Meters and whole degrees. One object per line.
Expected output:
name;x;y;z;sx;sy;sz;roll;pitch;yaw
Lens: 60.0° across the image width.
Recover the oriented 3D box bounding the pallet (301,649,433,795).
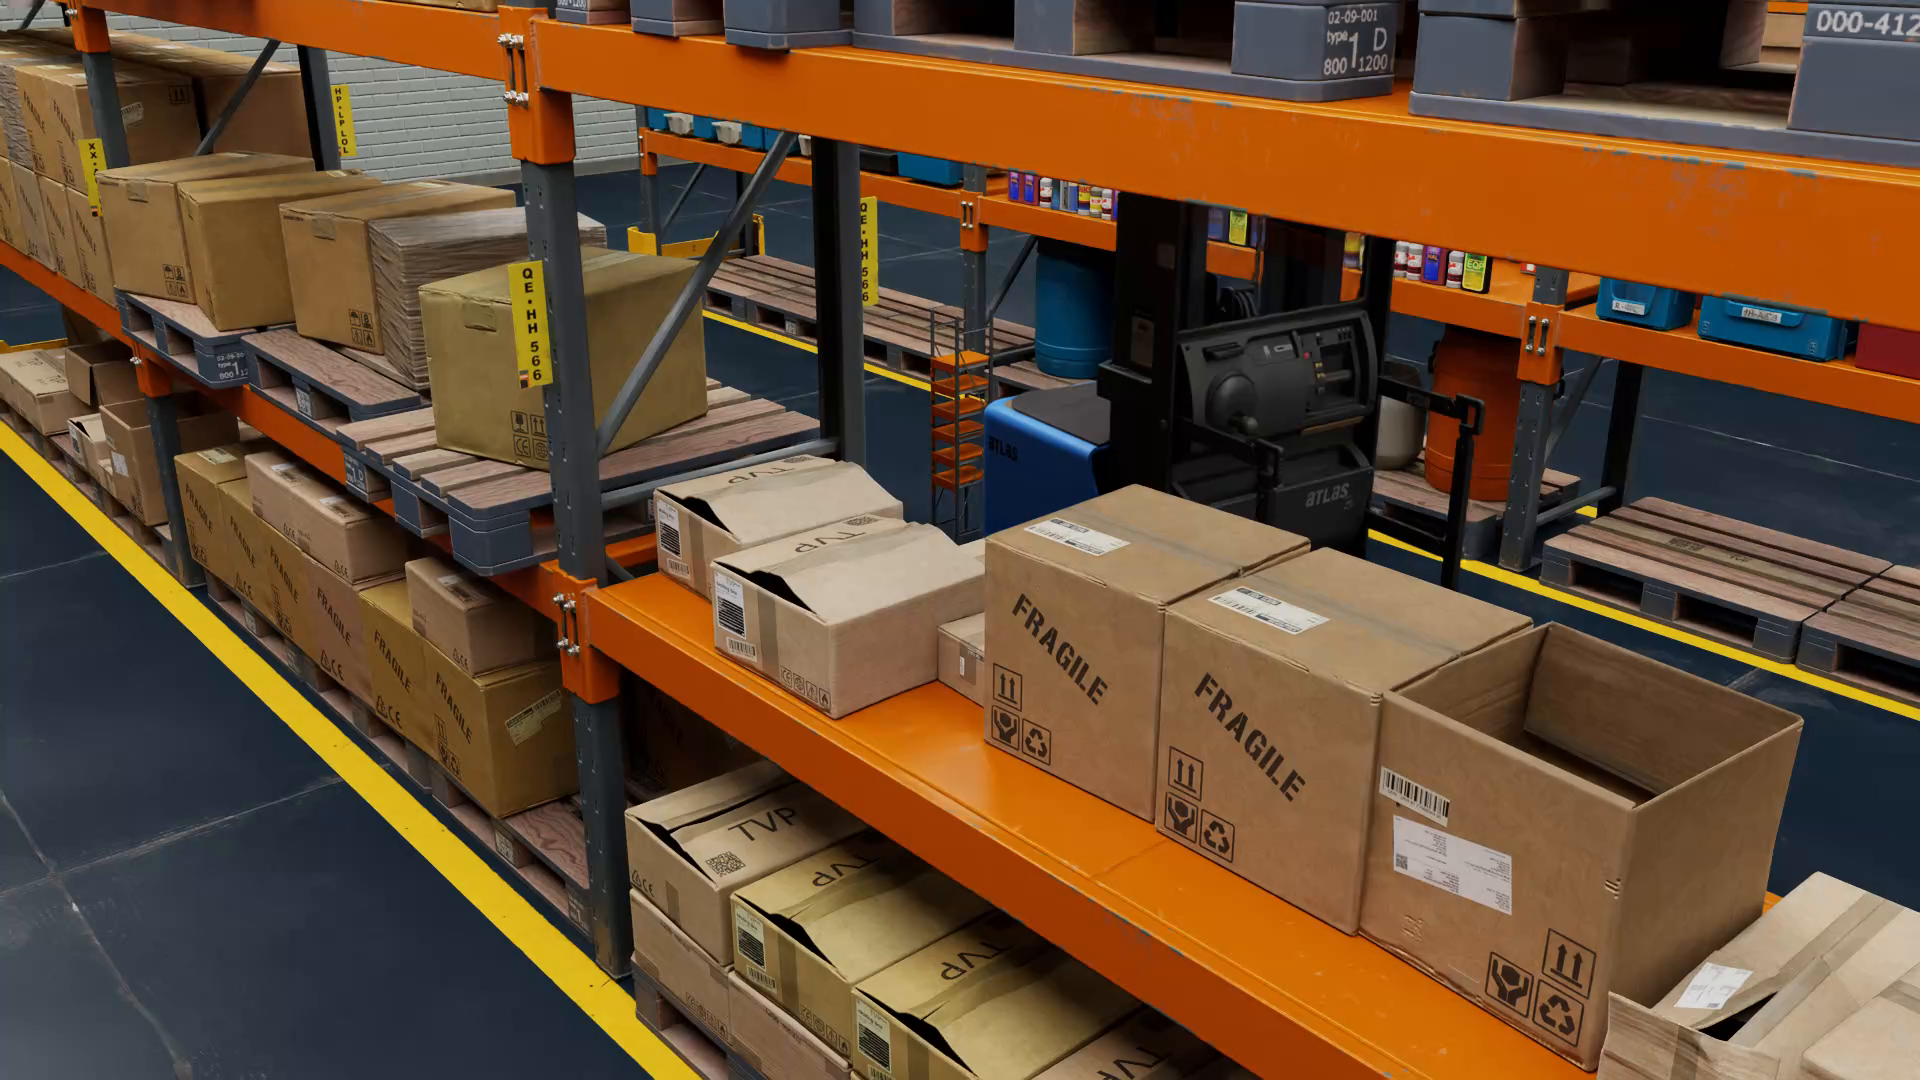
pallet;-1.956;0.559;6.767;1.003;0.211;1.213;-17;27;-37

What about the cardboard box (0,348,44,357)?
cardboard box;-5.914;-1.077;10.428;0.380;0.149;0.250;-17;27;-37

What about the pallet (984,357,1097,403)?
pallet;0.911;-0.949;10.618;1.003;0.211;1.213;-17;27;-37

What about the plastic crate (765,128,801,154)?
plastic crate;-1.205;-2.932;12.005;0.416;0.233;0.300;-17;27;-37

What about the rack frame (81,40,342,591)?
rack frame;-3.316;-1.292;7.671;1.000;3.000;0.127;-17;27;-37

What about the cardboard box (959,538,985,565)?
cardboard box;0.091;0.112;4.428;0.380;0.149;0.250;-17;27;-37

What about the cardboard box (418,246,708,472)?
cardboard box;-1.202;-0.576;5.130;0.500;0.500;0.700;12;24;28

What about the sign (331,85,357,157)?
sign;-2.898;-1.965;7.799;0.100;0.325;0.005;-17;27;-37

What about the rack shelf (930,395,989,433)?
rack shelf;0.009;-0.625;8.227;0.258;0.103;0.180;-17;27;-37

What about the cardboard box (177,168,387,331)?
cardboard box;-2.680;-1.175;6.659;0.700;0.500;0.500;-13;25;-29

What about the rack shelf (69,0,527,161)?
rack shelf;-2.011;-1.802;5.844;1.077;0.370;4.000;-17;27;-37

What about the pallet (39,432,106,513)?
pallet;-4.564;-0.521;9.525;1.003;0.211;1.213;-17;27;-37

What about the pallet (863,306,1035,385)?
pallet;-0.071;-1.366;11.682;1.003;0.211;1.213;-17;27;-37

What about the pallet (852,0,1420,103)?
pallet;0.538;-1.022;3.125;1.003;0.211;1.213;-16;26;-35

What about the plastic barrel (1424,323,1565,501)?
plastic barrel;2.717;-0.682;8.511;0.600;0.830;0.708;-17;27;-37

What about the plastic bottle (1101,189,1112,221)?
plastic bottle;0.873;-1.966;9.663;0.097;0.201;0.097;0;21;0

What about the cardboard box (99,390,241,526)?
cardboard box;-3.903;-0.423;8.276;0.500;0.500;0.500;-17;27;-37

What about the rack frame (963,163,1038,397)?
rack frame;0.439;-2.471;10.679;1.000;3.000;0.127;-17;27;-37

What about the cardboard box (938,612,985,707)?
cardboard box;0.170;0.269;4.029;0.380;0.149;0.250;-15;26;-34

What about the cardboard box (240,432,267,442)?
cardboard box;-3.426;-0.413;8.508;0.500;0.311;0.500;-17;27;-37

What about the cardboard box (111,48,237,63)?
cardboard box;-4.083;-2.286;8.700;0.500;0.500;0.500;-18;28;-39

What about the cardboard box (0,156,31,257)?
cardboard box;-4.846;-1.840;8.931;0.500;0.500;0.500;-17;27;-37

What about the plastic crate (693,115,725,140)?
plastic crate;-1.831;-3.197;12.681;0.416;0.233;0.300;-17;27;-37

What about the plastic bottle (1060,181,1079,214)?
plastic bottle;0.691;-2.093;9.885;0.152;0.276;0.135;-17;27;-37

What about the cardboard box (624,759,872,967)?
cardboard box;-0.586;0.851;4.624;0.500;0.311;0.500;-16;27;-36

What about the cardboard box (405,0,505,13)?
cardboard box;-1.016;-1.743;4.571;0.910;0.500;0.500;-17;27;-37

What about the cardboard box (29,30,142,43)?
cardboard box;-5.098;-2.713;9.789;0.500;0.500;0.500;-17;27;-36

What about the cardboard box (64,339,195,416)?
cardboard box;-4.547;-0.853;9.368;0.797;0.503;0.637;-17;27;-37

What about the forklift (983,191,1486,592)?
forklift;1.309;-0.600;5.998;1.130;2.935;3.031;-13;25;-31

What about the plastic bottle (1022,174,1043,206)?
plastic bottle;0.442;-2.176;10.088;0.061;0.283;0.133;-17;27;-37

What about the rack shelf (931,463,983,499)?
rack shelf;0.009;-0.290;8.359;0.258;0.103;0.180;-17;27;-37

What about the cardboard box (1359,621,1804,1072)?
cardboard box;1.073;0.510;2.932;0.500;0.500;0.500;-15;26;-34

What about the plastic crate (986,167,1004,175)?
plastic crate;0.243;-2.538;11.131;0.396;0.136;0.243;-17;27;-37

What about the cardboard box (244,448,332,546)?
cardboard box;-2.532;-0.215;6.715;0.500;0.250;0.500;-17;27;-37

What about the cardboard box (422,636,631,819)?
cardboard box;-1.494;0.569;5.742;0.500;0.500;0.500;-16;27;-35

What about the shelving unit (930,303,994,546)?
shelving unit;0.009;-0.555;8.255;0.258;1.200;0.189;-17;27;-37

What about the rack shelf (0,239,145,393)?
rack shelf;-4.622;-1.510;9.213;1.077;0.370;4.000;-17;27;-37

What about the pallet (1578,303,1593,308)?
pallet;5.552;-1.819;12.838;1.003;0.211;1.213;-17;27;-37

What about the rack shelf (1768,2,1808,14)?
rack shelf;4.355;-1.875;6.030;1.077;0.370;4.000;-17;27;-37

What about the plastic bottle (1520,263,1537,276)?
plastic bottle;2.897;-1.468;8.289;0.152;0.276;0.135;-17;27;-37

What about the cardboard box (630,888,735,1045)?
cardboard box;-0.586;1.112;4.726;0.500;0.250;0.500;-18;27;-38

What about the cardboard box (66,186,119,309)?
cardboard box;-3.837;-1.416;7.849;0.500;0.500;0.500;-17;27;-37

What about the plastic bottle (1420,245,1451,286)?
plastic bottle;2.312;-1.385;8.067;0.061;0.283;0.133;-17;27;-37

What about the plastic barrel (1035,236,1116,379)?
plastic barrel;0.781;-1.535;10.591;0.600;0.901;0.708;-17;27;-37

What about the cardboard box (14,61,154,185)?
cardboard box;-4.179;-2.023;8.029;0.500;0.500;0.500;-18;28;-38

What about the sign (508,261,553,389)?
sign;-1.110;-0.558;4.316;0.100;0.325;0.005;-17;27;-37

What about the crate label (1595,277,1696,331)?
crate label;3.041;-1.082;7.363;0.303;0.233;0.416;-17;27;-37

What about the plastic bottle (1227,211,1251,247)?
plastic bottle;1.509;-1.725;8.935;0.061;0.283;0.133;-17;27;-37

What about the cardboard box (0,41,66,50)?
cardboard box;-5.168;-2.442;9.098;0.500;0.500;0.500;-17;27;-37

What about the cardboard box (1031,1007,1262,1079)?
cardboard box;0.431;1.278;3.535;0.500;0.311;0.500;-18;28;-38

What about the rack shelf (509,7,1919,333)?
rack shelf;0.600;-0.696;3.022;1.077;0.370;4.000;-17;27;-37

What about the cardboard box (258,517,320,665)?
cardboard box;-2.508;0.143;6.830;0.500;0.500;0.500;-17;27;-37

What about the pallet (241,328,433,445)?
pallet;-1.978;-0.634;6.253;1.003;0.211;1.213;-17;27;-37

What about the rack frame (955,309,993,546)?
rack frame;0.069;-0.529;8.190;0.240;1.200;0.006;-17;27;-37

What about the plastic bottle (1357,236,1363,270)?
plastic bottle;2.060;-1.464;8.381;0.097;0.201;0.097;0;21;0
